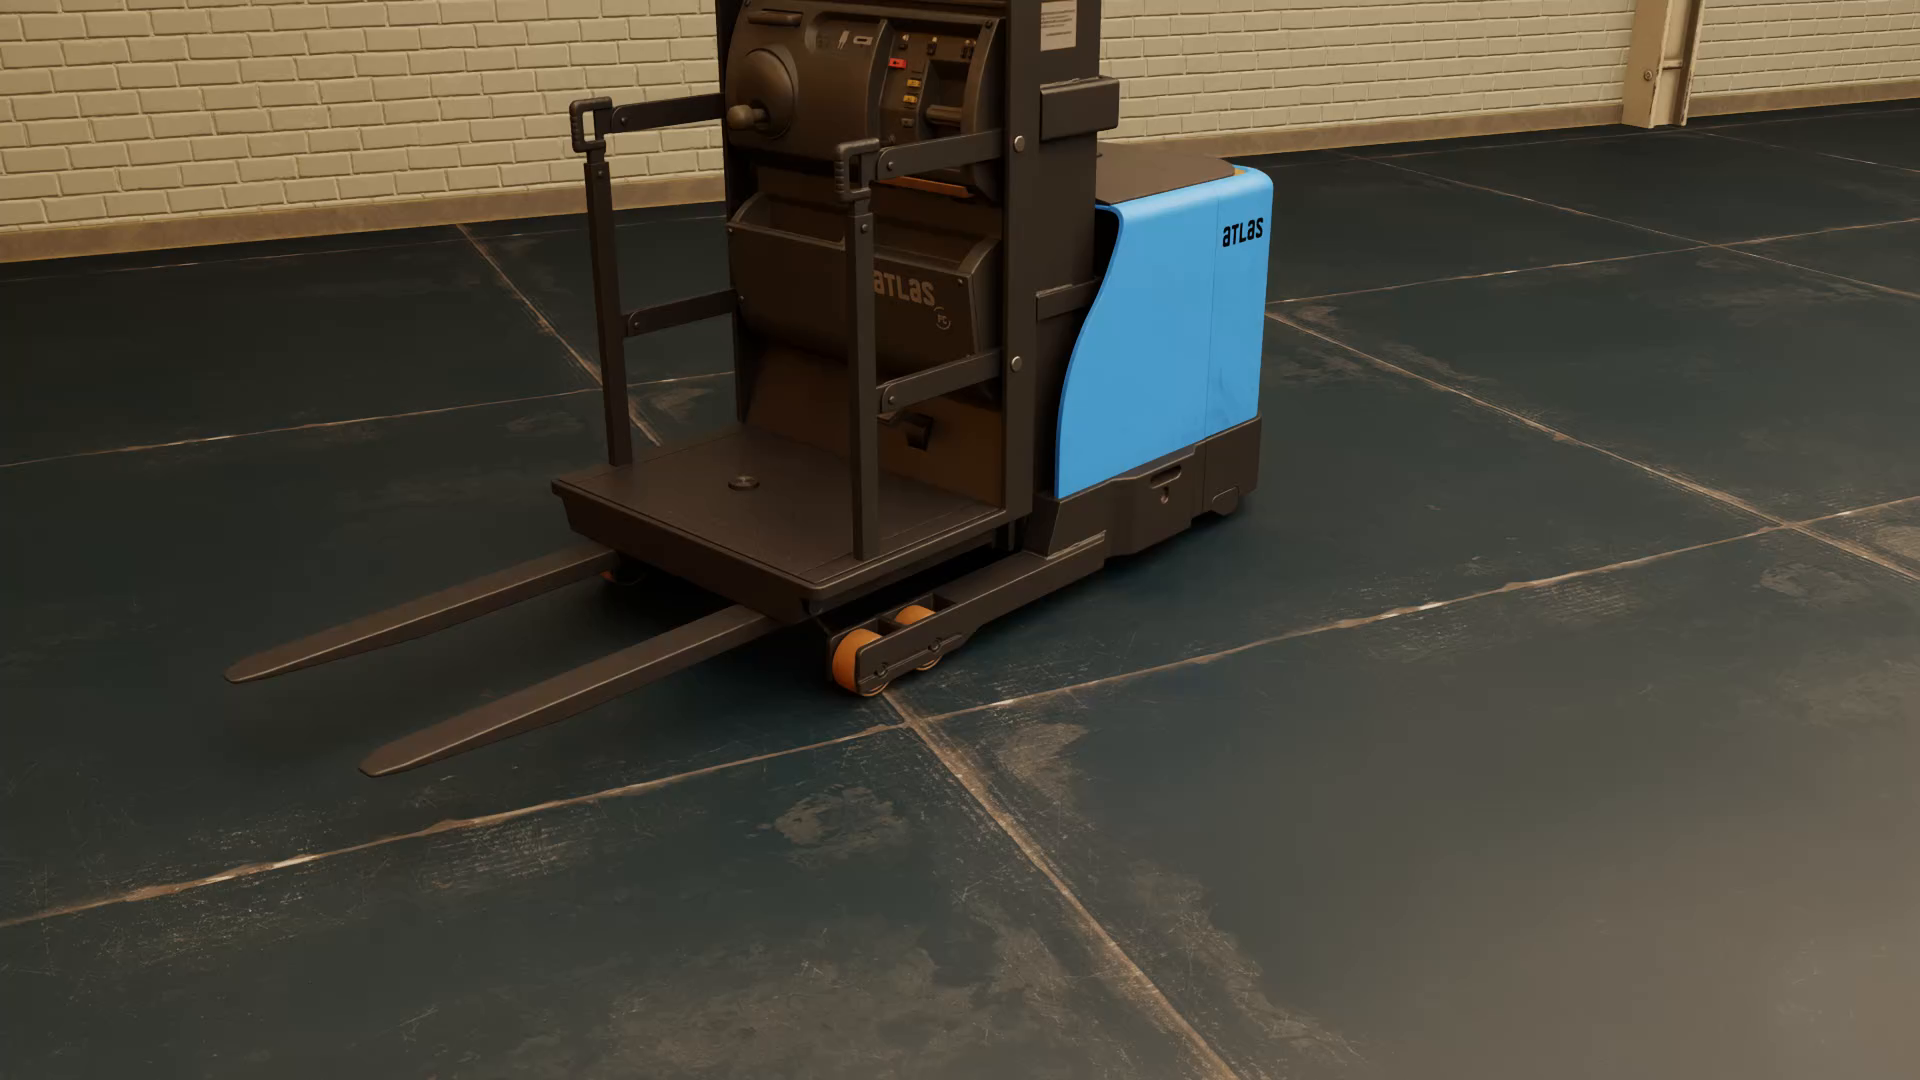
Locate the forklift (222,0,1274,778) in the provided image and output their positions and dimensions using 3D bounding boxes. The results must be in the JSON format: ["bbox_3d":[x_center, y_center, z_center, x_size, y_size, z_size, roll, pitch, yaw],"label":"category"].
[{"bbox_3d":[-0.413,-1.182,4.131,1.130,2.935,3.031,19,29,39],"label":"forklift"}]
